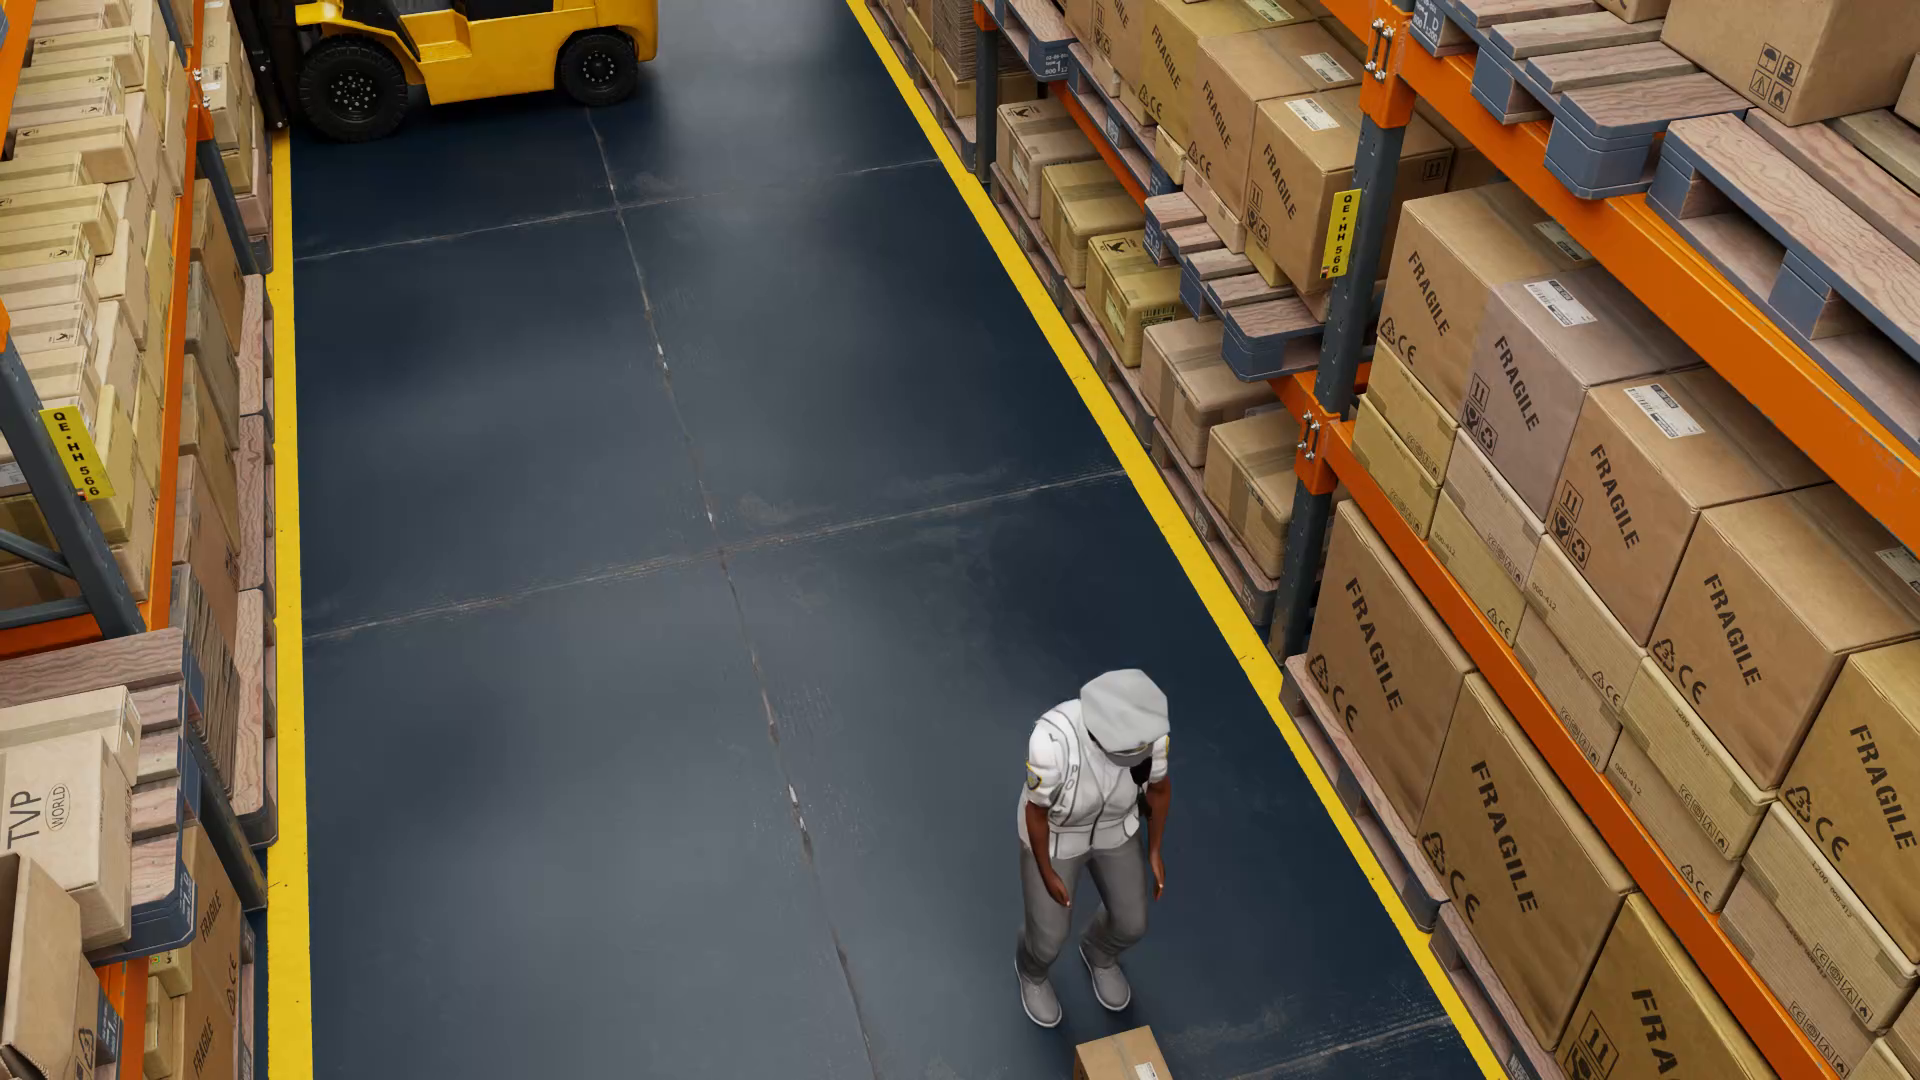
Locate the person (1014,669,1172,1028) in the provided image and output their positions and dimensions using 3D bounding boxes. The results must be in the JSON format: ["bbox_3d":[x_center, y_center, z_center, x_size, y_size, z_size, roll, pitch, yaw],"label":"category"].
[{"bbox_3d":[0.418,0.950,5.177,0.465,1.604,0.479,-11,44,-12],"label":"person"}]
